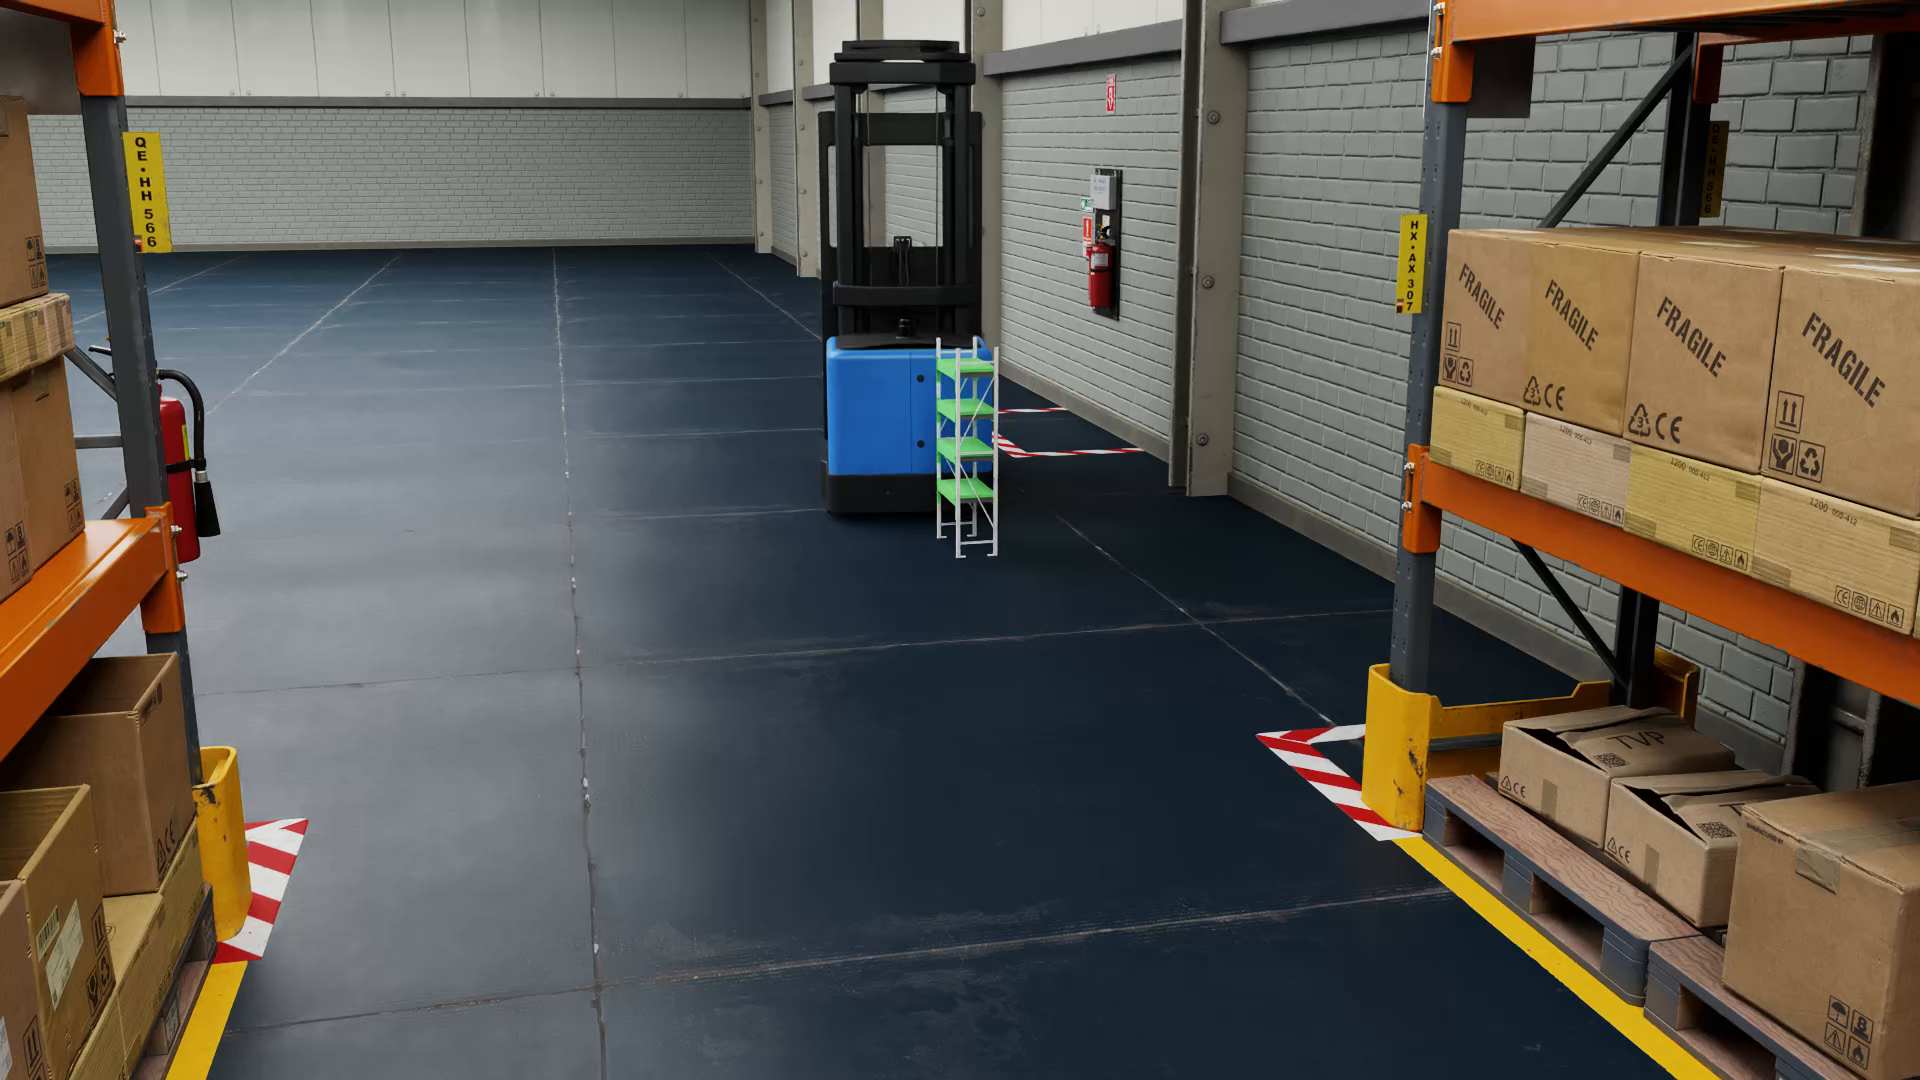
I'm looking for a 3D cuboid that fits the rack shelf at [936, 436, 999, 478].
[{"bbox_3d":[0.039,-0.483,9.644,0.258,0.148,0.480,-3,14,-13],"label":"rack shelf"}]

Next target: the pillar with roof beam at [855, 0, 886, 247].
[{"bbox_3d":[-5.369,-7.244,20.618,9.100,9.000,0.400,-3,14,-13],"label":"pillar with roof beam"}]

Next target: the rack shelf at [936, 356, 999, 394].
[{"bbox_3d":[0.039,-0.949,9.530,0.258,0.148,0.480,-3,14,-13],"label":"rack shelf"}]

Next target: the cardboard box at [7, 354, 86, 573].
[{"bbox_3d":[-2.679,-0.194,4.190,0.700,0.500,0.500,-3,14,-13],"label":"cardboard box"}]

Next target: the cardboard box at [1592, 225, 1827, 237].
[{"bbox_3d":[2.355,-0.735,5.309,0.500,0.500,0.500,-3,14,-14],"label":"cardboard box"}]

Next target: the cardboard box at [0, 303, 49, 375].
[{"bbox_3d":[-2.439,-0.480,3.993,0.380,0.149,0.250,-3,14,-12],"label":"cardboard box"}]

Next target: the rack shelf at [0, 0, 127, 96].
[{"bbox_3d":[-2.307,-0.900,2.487,1.077,0.370,4.000,-3,14,-13],"label":"rack shelf"}]

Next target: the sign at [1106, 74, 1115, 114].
[{"bbox_3d":[1.186,-3.507,13.079,0.001,0.298,0.199,-3,14,-13],"label":"sign"}]

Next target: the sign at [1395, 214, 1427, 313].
[{"bbox_3d":[1.510,-0.921,5.553,0.100,0.325,0.005,-3,14,-13],"label":"sign"}]

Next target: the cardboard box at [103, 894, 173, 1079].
[{"bbox_3d":[-2.234,1.100,4.014,0.500,0.250,0.500,-3,14,-13],"label":"cardboard box"}]

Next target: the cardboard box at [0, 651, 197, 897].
[{"bbox_3d":[-2.361,0.621,4.395,0.500,0.500,0.500,-3,14,-13],"label":"cardboard box"}]

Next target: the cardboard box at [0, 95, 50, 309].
[{"bbox_3d":[-2.667,-0.812,3.986,0.700,0.500,0.500,-3,14,-13],"label":"cardboard box"}]

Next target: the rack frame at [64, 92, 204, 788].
[{"bbox_3d":[-2.777,-0.254,4.646,1.000,3.000,0.127,-3,14,-13],"label":"rack frame"}]

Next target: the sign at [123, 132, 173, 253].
[{"bbox_3d":[-2.246,-0.958,4.591,0.100,0.325,0.005,-3,14,-13],"label":"sign"}]

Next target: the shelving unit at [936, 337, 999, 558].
[{"bbox_3d":[0.039,-0.545,9.628,0.258,1.200,0.503,-3,14,-13],"label":"shelving unit"}]

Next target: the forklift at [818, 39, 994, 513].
[{"bbox_3d":[-0.415,-1.885,11.466,1.130,2.935,3.031,-1,14,-4],"label":"forklift"}]

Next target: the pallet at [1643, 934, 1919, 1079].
[{"bbox_3d":[2.495,1.312,4.114,1.003,0.211,1.213,-3,14,-13],"label":"pallet"}]

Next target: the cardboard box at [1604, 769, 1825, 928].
[{"bbox_3d":[2.247,0.858,4.834,0.500,0.311,0.500,-2,14,-9],"label":"cardboard box"}]

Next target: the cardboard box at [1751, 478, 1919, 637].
[{"bbox_3d":[2.210,0.016,3.814,0.500,0.250,0.500,-3,14,-13],"label":"cardboard box"}]

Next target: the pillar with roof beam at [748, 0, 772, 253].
[{"bbox_3d":[-8.187,-10.013,31.950,9.100,9.000,0.400,-3,14,-13],"label":"pillar with roof beam"}]

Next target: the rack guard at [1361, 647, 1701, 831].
[{"bbox_3d":[2.056,0.701,6.004,1.175,0.500,0.348,-3,14,-13],"label":"rack guard"}]

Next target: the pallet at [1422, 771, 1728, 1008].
[{"bbox_3d":[2.212,1.031,5.264,1.003,0.211,1.213,-3,14,-13],"label":"pallet"}]

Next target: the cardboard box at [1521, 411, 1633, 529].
[{"bbox_3d":[1.980,-0.218,4.775,0.500,0.250,0.500,-4,14,-15],"label":"cardboard box"}]

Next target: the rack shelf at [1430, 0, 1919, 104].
[{"bbox_3d":[2.507,-1.177,3.620,1.077,0.370,4.000,-3,14,-13],"label":"rack shelf"}]

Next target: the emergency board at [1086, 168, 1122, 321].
[{"bbox_3d":[1.091,-2.374,13.324,0.194,1.169,0.643,-3,14,-13],"label":"emergency board"}]

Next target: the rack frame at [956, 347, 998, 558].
[{"bbox_3d":[0.096,-0.488,9.398,0.240,1.200,0.015,-3,14,-13],"label":"rack frame"}]

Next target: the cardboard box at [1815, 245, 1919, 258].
[{"bbox_3d":[2.589,-0.499,4.345,0.500,0.500,0.500,-4,14,-15],"label":"cardboard box"}]

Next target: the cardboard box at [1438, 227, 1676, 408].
[{"bbox_3d":[1.858,-0.705,5.187,0.500,0.500,0.500,-3,14,-13],"label":"cardboard box"}]

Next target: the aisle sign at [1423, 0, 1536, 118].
[{"bbox_3d":[1.729,-1.794,5.471,0.394,0.787,0.004,-3,14,-13],"label":"aisle sign"}]

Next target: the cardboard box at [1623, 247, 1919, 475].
[{"bbox_3d":[2.079,-0.471,4.228,0.500,0.500,0.500,-4,14,-15],"label":"cardboard box"}]

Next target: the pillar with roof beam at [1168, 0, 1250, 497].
[{"bbox_3d":[-2.551,-4.476,9.287,9.100,9.000,0.400,-3,14,-13],"label":"pillar with roof beam"}]

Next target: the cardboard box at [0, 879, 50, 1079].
[{"bbox_3d":[-1.996,0.966,2.982,0.500,0.500,0.500,-3,14,-13],"label":"cardboard box"}]
